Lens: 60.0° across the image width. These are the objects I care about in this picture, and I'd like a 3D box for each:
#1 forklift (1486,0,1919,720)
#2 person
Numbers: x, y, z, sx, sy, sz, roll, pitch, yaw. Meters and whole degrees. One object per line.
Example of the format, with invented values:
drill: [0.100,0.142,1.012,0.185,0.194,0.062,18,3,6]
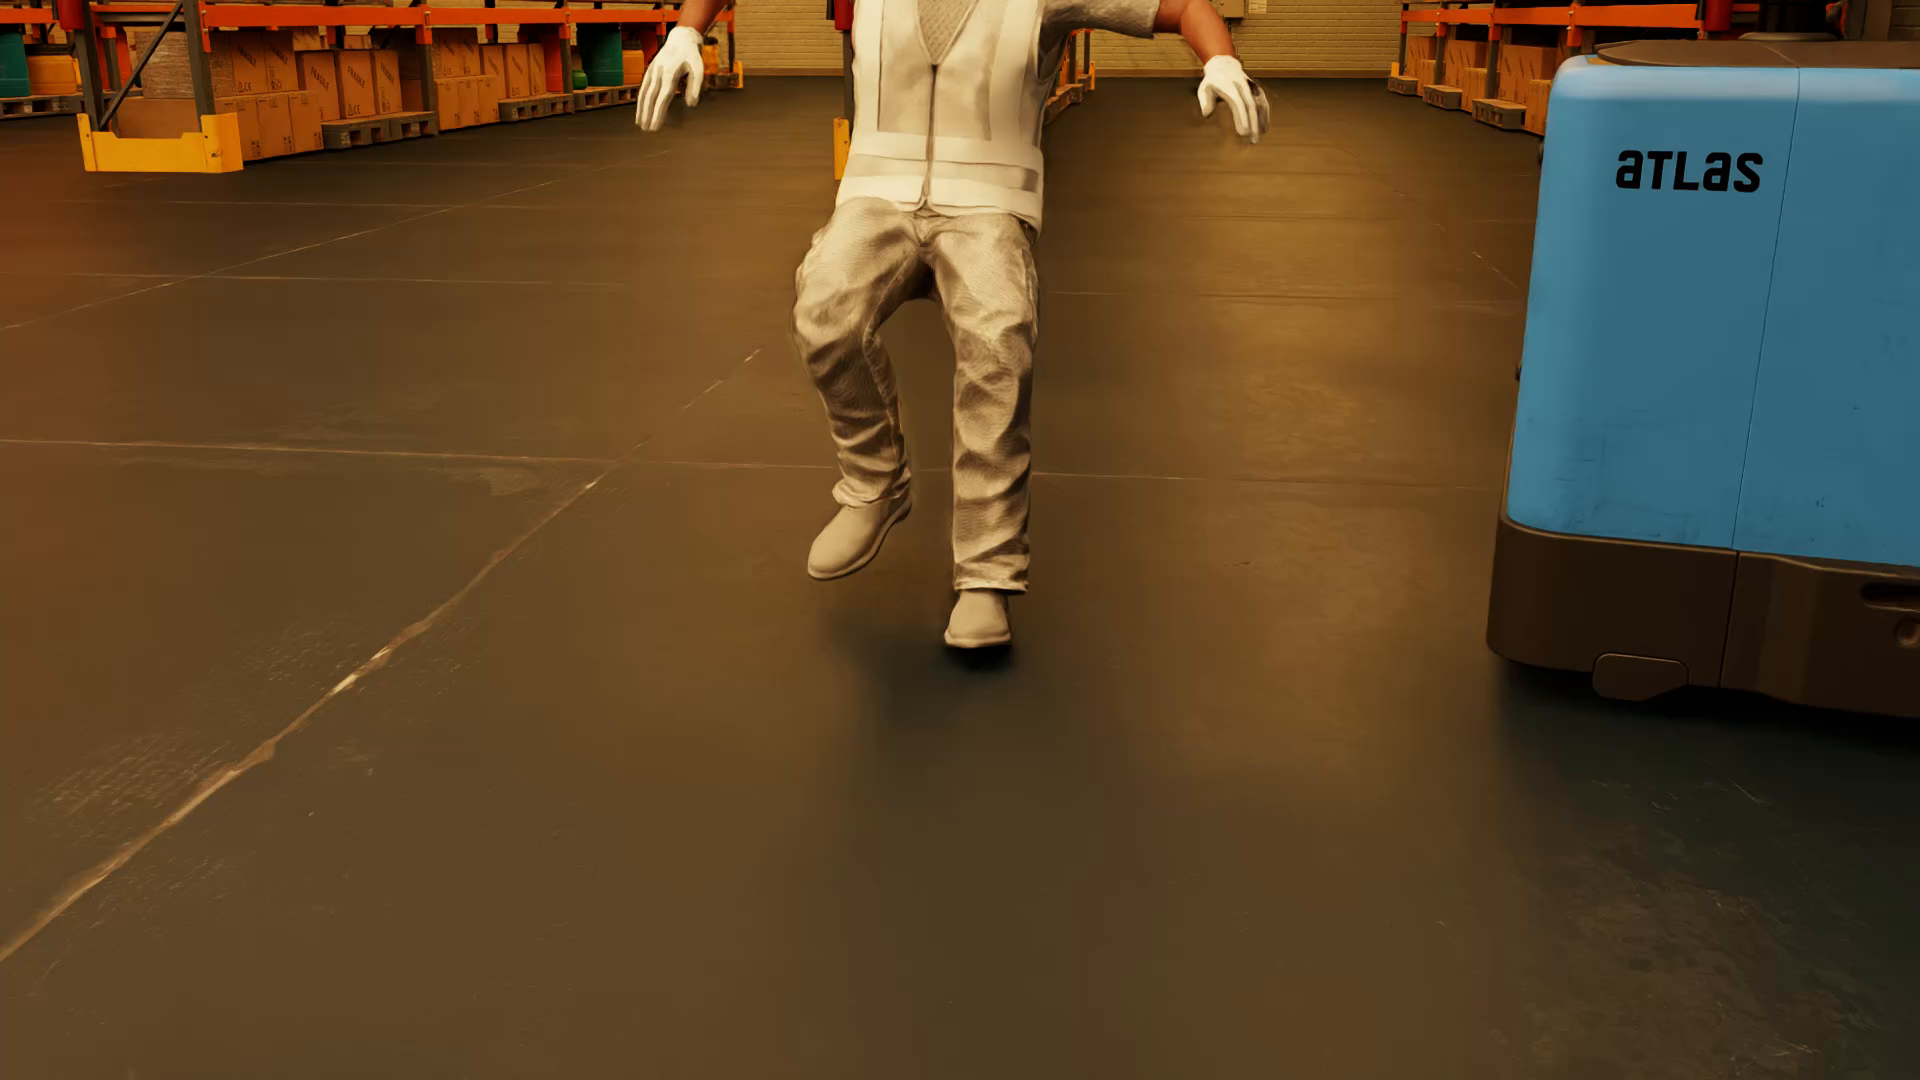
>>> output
forklift: [2.520,-1.115,2.487,3.031,2.935,1.130,6,18,18]
person: [-0.035,-0.640,3.230,1.234,1.593,0.857,2,18,7]
